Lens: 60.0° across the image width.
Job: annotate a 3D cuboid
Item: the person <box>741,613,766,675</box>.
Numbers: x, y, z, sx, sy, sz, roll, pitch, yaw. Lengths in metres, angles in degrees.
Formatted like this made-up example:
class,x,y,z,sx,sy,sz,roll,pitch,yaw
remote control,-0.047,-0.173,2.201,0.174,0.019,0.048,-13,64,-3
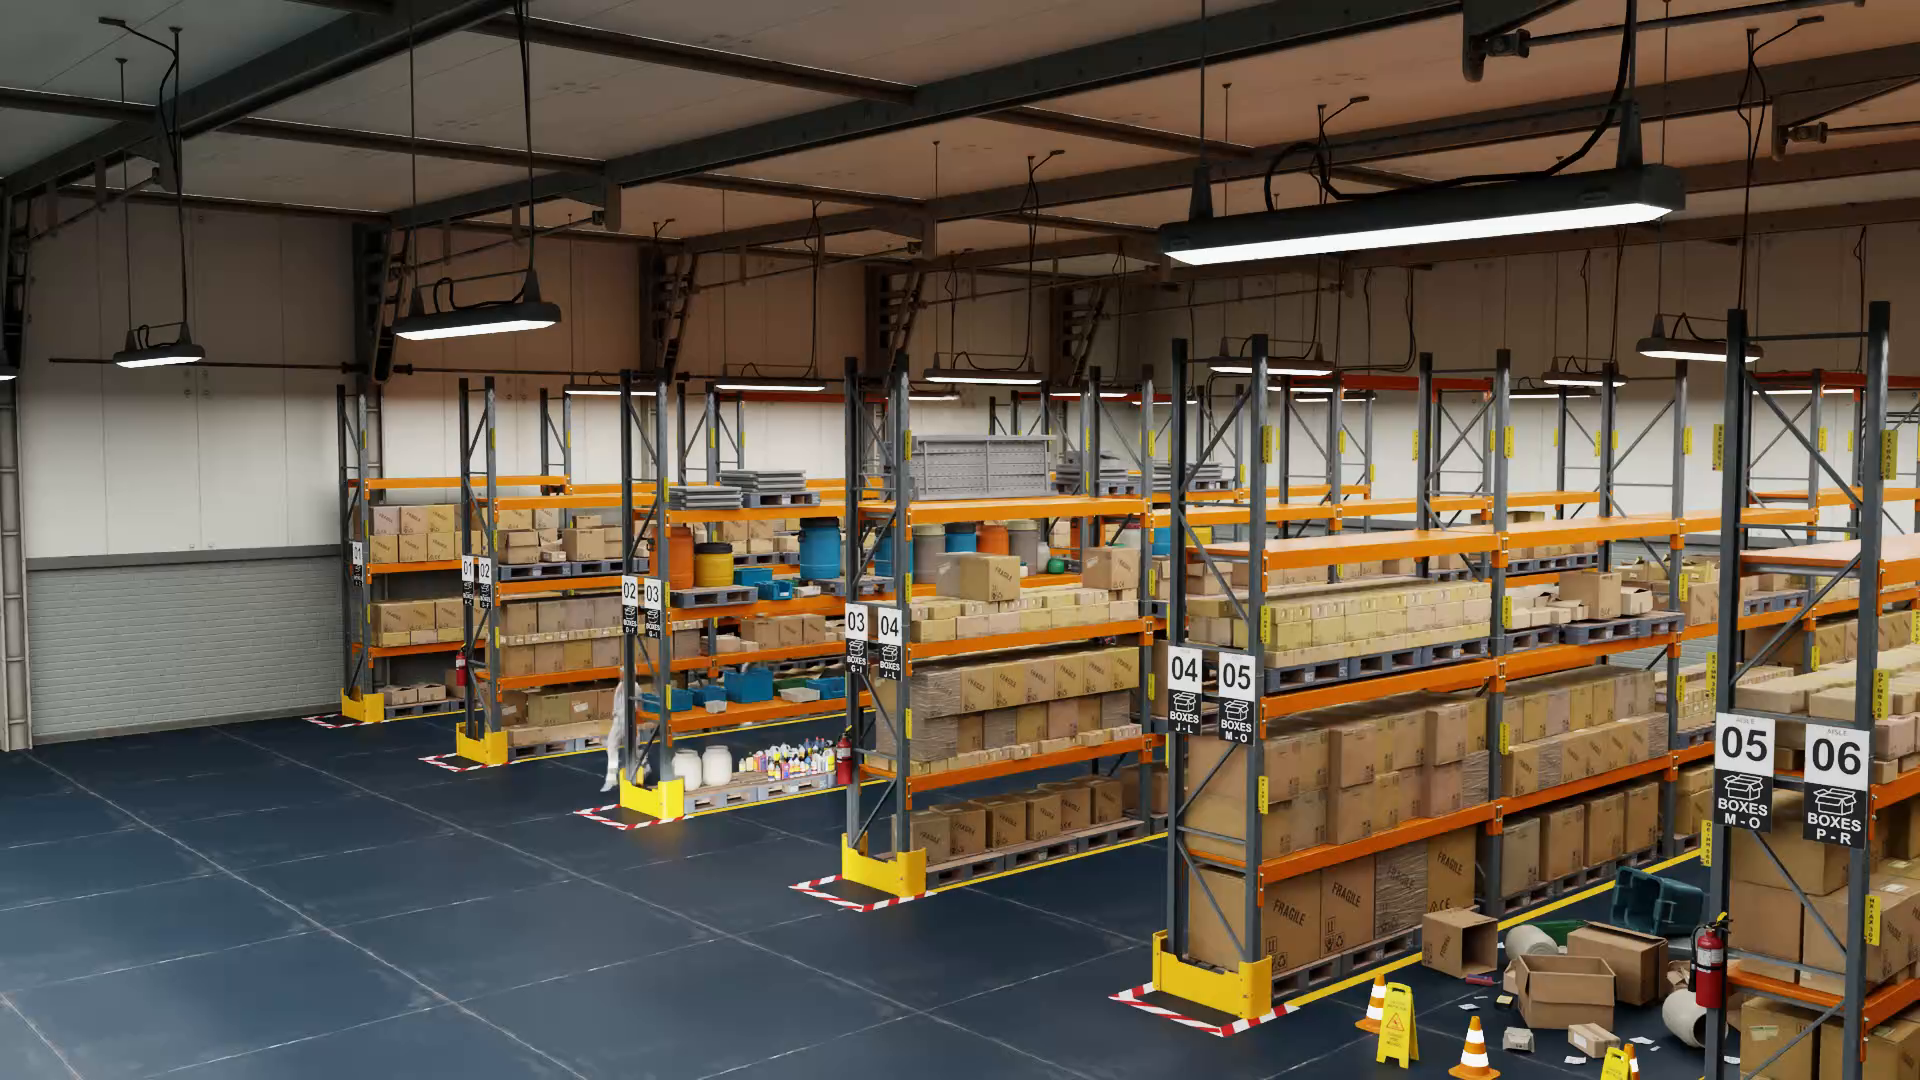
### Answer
class,x,y,z,sx,sy,sz,roll,pitch,yaw
person,-3.875,2.210,31.690,0.671,1.798,0.728,3,5,40

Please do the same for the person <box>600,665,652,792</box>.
class,x,y,z,sx,sy,sz,roll,pitch,yaw
person,-4.808,2.695,24.069,0.665,1.828,0.881,3,5,36
